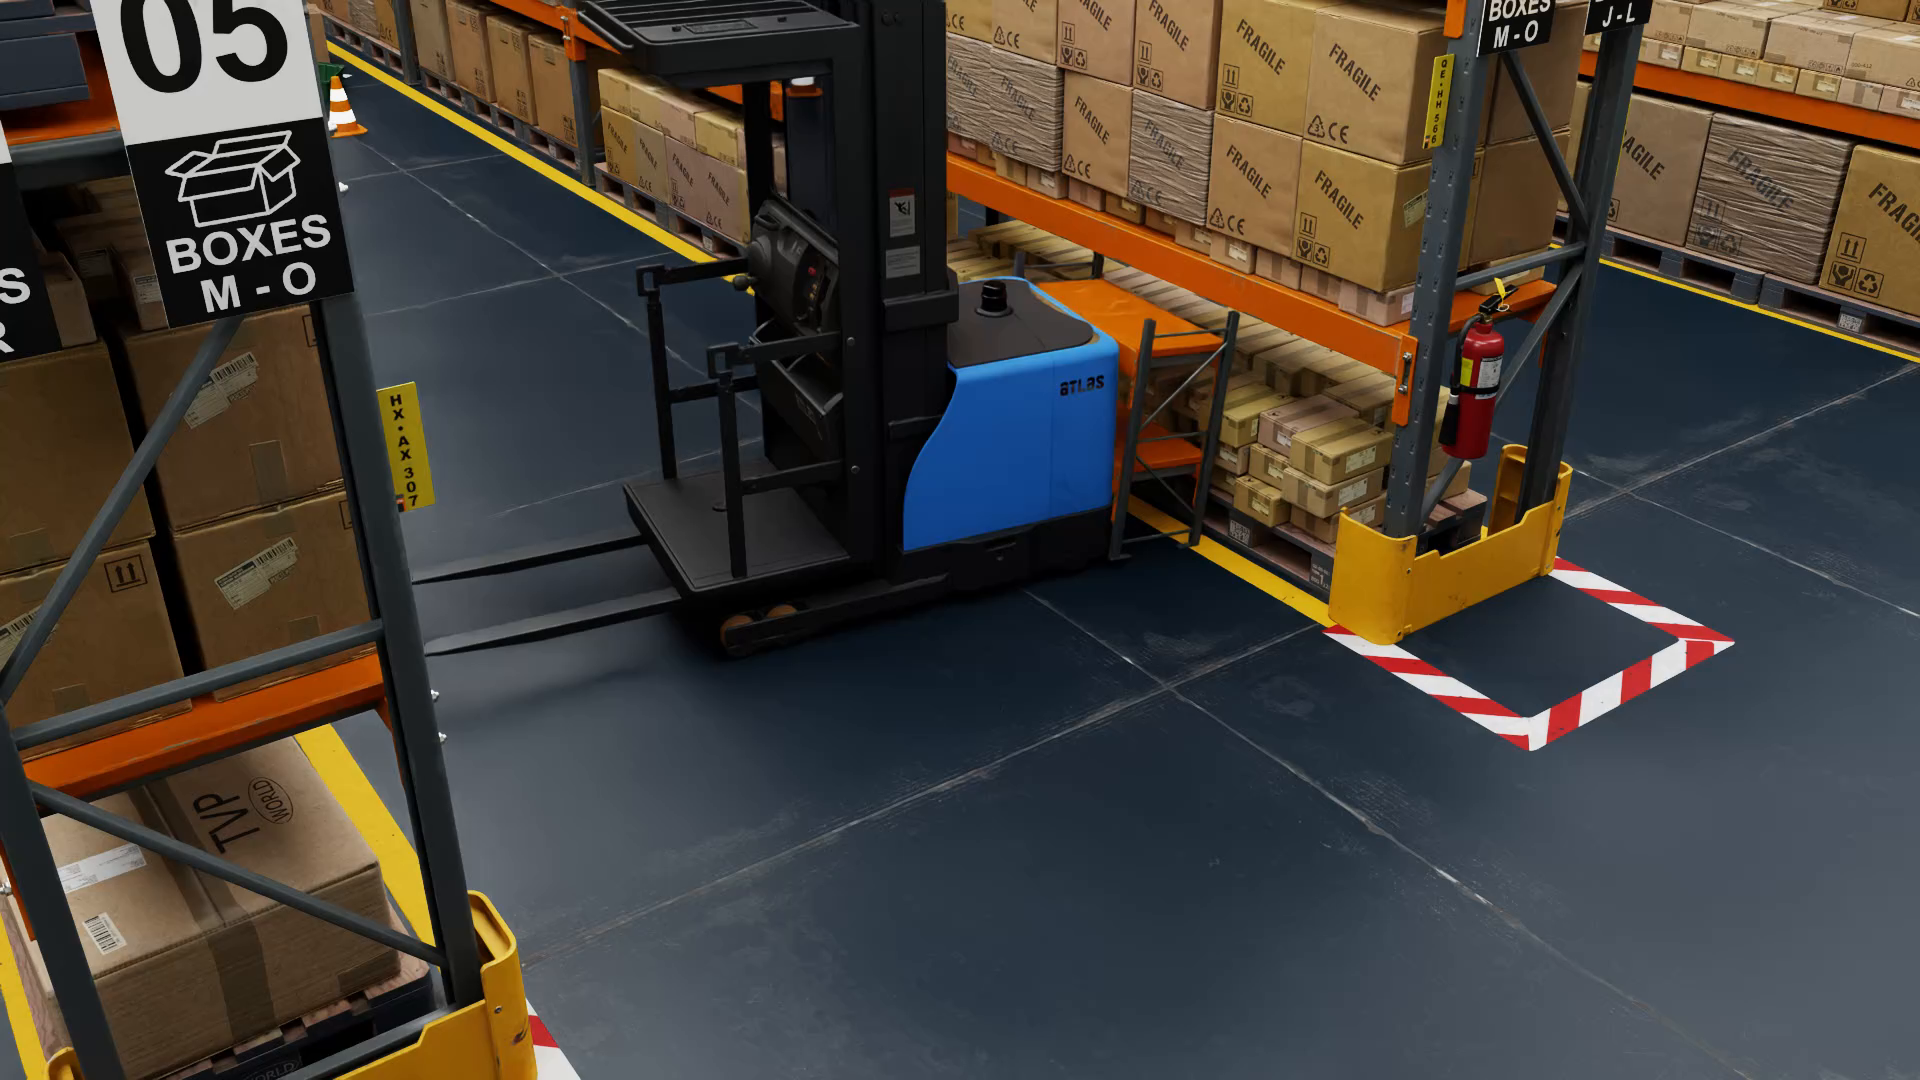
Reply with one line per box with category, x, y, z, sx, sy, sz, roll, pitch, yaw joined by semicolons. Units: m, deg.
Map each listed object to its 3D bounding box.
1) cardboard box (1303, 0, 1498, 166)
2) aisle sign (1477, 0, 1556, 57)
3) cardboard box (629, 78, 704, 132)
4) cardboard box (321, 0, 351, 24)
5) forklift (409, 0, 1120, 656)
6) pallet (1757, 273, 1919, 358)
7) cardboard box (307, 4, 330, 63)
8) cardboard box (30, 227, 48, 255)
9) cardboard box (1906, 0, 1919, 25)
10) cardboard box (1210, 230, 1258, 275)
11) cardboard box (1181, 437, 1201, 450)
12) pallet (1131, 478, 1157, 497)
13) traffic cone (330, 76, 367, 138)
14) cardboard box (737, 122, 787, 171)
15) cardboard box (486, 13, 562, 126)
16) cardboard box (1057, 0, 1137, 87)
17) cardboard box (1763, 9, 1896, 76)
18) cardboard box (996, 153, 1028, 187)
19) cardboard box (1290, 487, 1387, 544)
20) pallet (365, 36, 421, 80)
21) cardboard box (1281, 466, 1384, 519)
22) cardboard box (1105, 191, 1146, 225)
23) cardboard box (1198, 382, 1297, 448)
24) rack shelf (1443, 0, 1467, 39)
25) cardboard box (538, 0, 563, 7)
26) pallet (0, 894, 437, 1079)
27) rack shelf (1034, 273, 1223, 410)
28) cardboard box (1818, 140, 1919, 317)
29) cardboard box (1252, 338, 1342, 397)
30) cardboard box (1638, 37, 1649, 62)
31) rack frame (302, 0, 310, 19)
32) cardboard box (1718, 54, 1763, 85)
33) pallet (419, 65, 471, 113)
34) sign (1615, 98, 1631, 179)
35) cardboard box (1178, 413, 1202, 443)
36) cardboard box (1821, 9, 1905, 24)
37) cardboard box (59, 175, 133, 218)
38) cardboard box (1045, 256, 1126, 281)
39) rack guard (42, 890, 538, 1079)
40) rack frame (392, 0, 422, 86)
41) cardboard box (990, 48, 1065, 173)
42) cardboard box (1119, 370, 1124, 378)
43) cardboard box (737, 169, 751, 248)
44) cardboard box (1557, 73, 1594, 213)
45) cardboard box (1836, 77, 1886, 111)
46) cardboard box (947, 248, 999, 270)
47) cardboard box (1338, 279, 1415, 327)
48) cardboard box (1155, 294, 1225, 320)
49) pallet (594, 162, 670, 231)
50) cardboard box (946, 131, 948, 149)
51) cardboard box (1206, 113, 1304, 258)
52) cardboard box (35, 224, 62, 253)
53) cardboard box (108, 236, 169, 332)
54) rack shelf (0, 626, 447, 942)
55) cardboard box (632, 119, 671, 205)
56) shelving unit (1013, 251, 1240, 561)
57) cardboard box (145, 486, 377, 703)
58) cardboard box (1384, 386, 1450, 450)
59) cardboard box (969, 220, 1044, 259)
cardboard box;1.707;-1.787;6.434;0.500;0.500;0.500;-20;34;-32
aisle sign;1.973;-2.095;5.741;0.394;0.787;0.004;-19;34;-31
cardboard box;-1.968;-3.058;11.630;0.500;0.250;0.500;-19;34;-31
cardboard box;-6.146;-5.948;17.346;0.875;0.875;0.875;-19;34;-31
forklift;-0.863;-1.096;6.696;3.031;2.935;1.130;-13;31;-22
pallet;5.747;-1.462;10.220;1.003;0.211;1.213;-19;34;-31
cardboard box;-6.522;-4.951;16.340;0.500;0.500;0.500;-13;31;-22
cardboard box;-2.336;-0.599;3.878;0.380;0.149;0.250;-18;33;-30
cardboard box;5.926;-3.248;9.647;0.500;0.500;0.500;-20;34;-32
cardboard box;1.317;-1.295;7.255;0.380;0.149;0.250;-18;33;-29
cardboard box;1.231;-0.434;7.953;0.380;0.149;0.250;-18;33;-30
pallet;0.985;-0.668;8.758;1.003;0.211;1.213;-19;34;-31
traffic cone;-5.238;-3.675;14.032;0.336;0.463;0.334;-19;34;-31
cardboard box;-1.070;-2.458;10.526;0.500;0.250;0.500;-17;33;-28
cardboard box;-3.255;-3.971;13.836;1.050;0.750;0.750;-18;33;-30
cardboard box;0.795;-2.389;7.541;0.500;0.500;0.500;-20;34;-32
cardboard box;5.188;-2.973;9.926;0.500;0.250;0.500;-20;34;-32
cardboard box;0.406;-1.916;8.398;0.380;0.149;0.250;-18;33;-30
cardboard box;1.700;-0.143;7.417;0.380;0.149;0.250;-18;33;-30
pallet;-5.163;-4.821;16.406;1.003;0.211;1.213;-19;34;-31
cardboard box;1.637;-0.253;7.308;0.380;0.149;0.250;-20;34;-32
cardboard box;0.913;-1.626;7.864;0.380;0.149;0.250;-18;33;-30
cardboard box;1.309;-0.572;7.584;0.380;0.149;0.250;-20;34;-32
rack shelf;1.015;-2.844;7.454;1.077;0.370;4.000;-19;34;-31
cardboard box;-2.945;-4.319;12.455;0.500;0.500;0.500;-19;34;-31
pallet;-2.326;1.282;5.169;1.003;0.211;1.213;-19;34;-31
rack shelf;0.712;-0.926;7.613;0.538;0.278;1.000;-9;29;-30
cardboard box;5.838;-1.875;9.847;0.875;0.875;0.875;-19;34;-31
cardboard box;1.637;-0.836;8.070;0.380;0.149;0.250;-21;35;-33
cardboard box;4.463;-3.230;10.818;0.380;0.149;0.250;-19;34;-31
rack frame;-1.798;-2.291;2.539;1.000;3.000;0.127;-19;34;-31
cardboard box;4.913;-2.929;10.264;0.380;0.149;0.250;-18;33;-30
pallet;-4.276;-4.225;15.308;1.003;0.211;1.213;-19;34;-31
sign;2.617;-1.595;6.637;0.100;0.325;0.005;-19;34;-31
cardboard box;1.262;-0.587;7.924;0.380;0.149;0.250;-19;34;-31
cardboard box;5.620;-3.121;10.199;0.500;0.250;0.500;-20;34;-32
cardboard box;-2.213;-0.950;4.524;0.380;0.149;0.250;-20;34;-32
cardboard box;0.691;-1.440;9.183;0.380;0.149;0.250;-18;33;-29
rack guard;-1.784;1.453;4.550;1.175;0.500;0.348;-19;34;-31
rack frame;-4.785;-5.729;15.156;1.000;3.000;0.127;-19;34;-31
cardboard box;0.493;-2.135;8.122;0.500;0.500;0.500;-20;34;-32
cardboard box;0.947;-0.912;8.211;0.380;0.149;0.250;-20;34;-32
cardboard box;-1.077;-2.123;10.695;0.500;0.500;0.500;-20;34;-32
cardboard box;4.272;-2.925;11.779;0.875;0.875;0.875;-19;34;-31
cardboard box;5.358;-2.631;9.715;0.380;0.149;0.250;-18;33;-30
cardboard box;-0.002;-1.498;9.288;0.380;0.149;0.250;-17;33;-28
cardboard box;1.756;-1.002;6.716;0.380;0.149;0.250;-19;34;-31
cardboard box;1.145;-1.132;8.616;0.380;0.149;0.250;-19;34;-31
pallet;-2.013;-2.645;12.398;1.003;0.211;1.213;-19;34;-31
cardboard box;-0.037;-2.228;8.973;0.380;0.149;0.250;-18;33;-29
cardboard box;1.410;-1.544;7.033;0.500;0.500;0.500;-19;34;-31
cardboard box;-2.150;-0.602;4.563;0.500;0.500;0.500;-20;34;-32
cardboard box;-1.779;-0.638;3.949;0.380;0.149;0.250;-18;33;-30
rack shelf;-2.958;-0.116;5.574;1.077;0.370;4.000;-19;34;-31
cardboard box;-1.968;-2.720;11.795;0.500;0.500;0.500;-18;33;-30
shelving unit;0.682;-0.663;7.737;0.538;1.125;1.048;-9;29;-30
cardboard box;-1.843;0.035;4.437;0.500;0.500;0.500;-19;34;-31
cardboard box;2.148;-0.555;7.553;0.380;0.149;0.250;-21;35;-33
cardboard box;0.273;-1.746;9.746;0.380;0.149;0.250;-18;33;-29
